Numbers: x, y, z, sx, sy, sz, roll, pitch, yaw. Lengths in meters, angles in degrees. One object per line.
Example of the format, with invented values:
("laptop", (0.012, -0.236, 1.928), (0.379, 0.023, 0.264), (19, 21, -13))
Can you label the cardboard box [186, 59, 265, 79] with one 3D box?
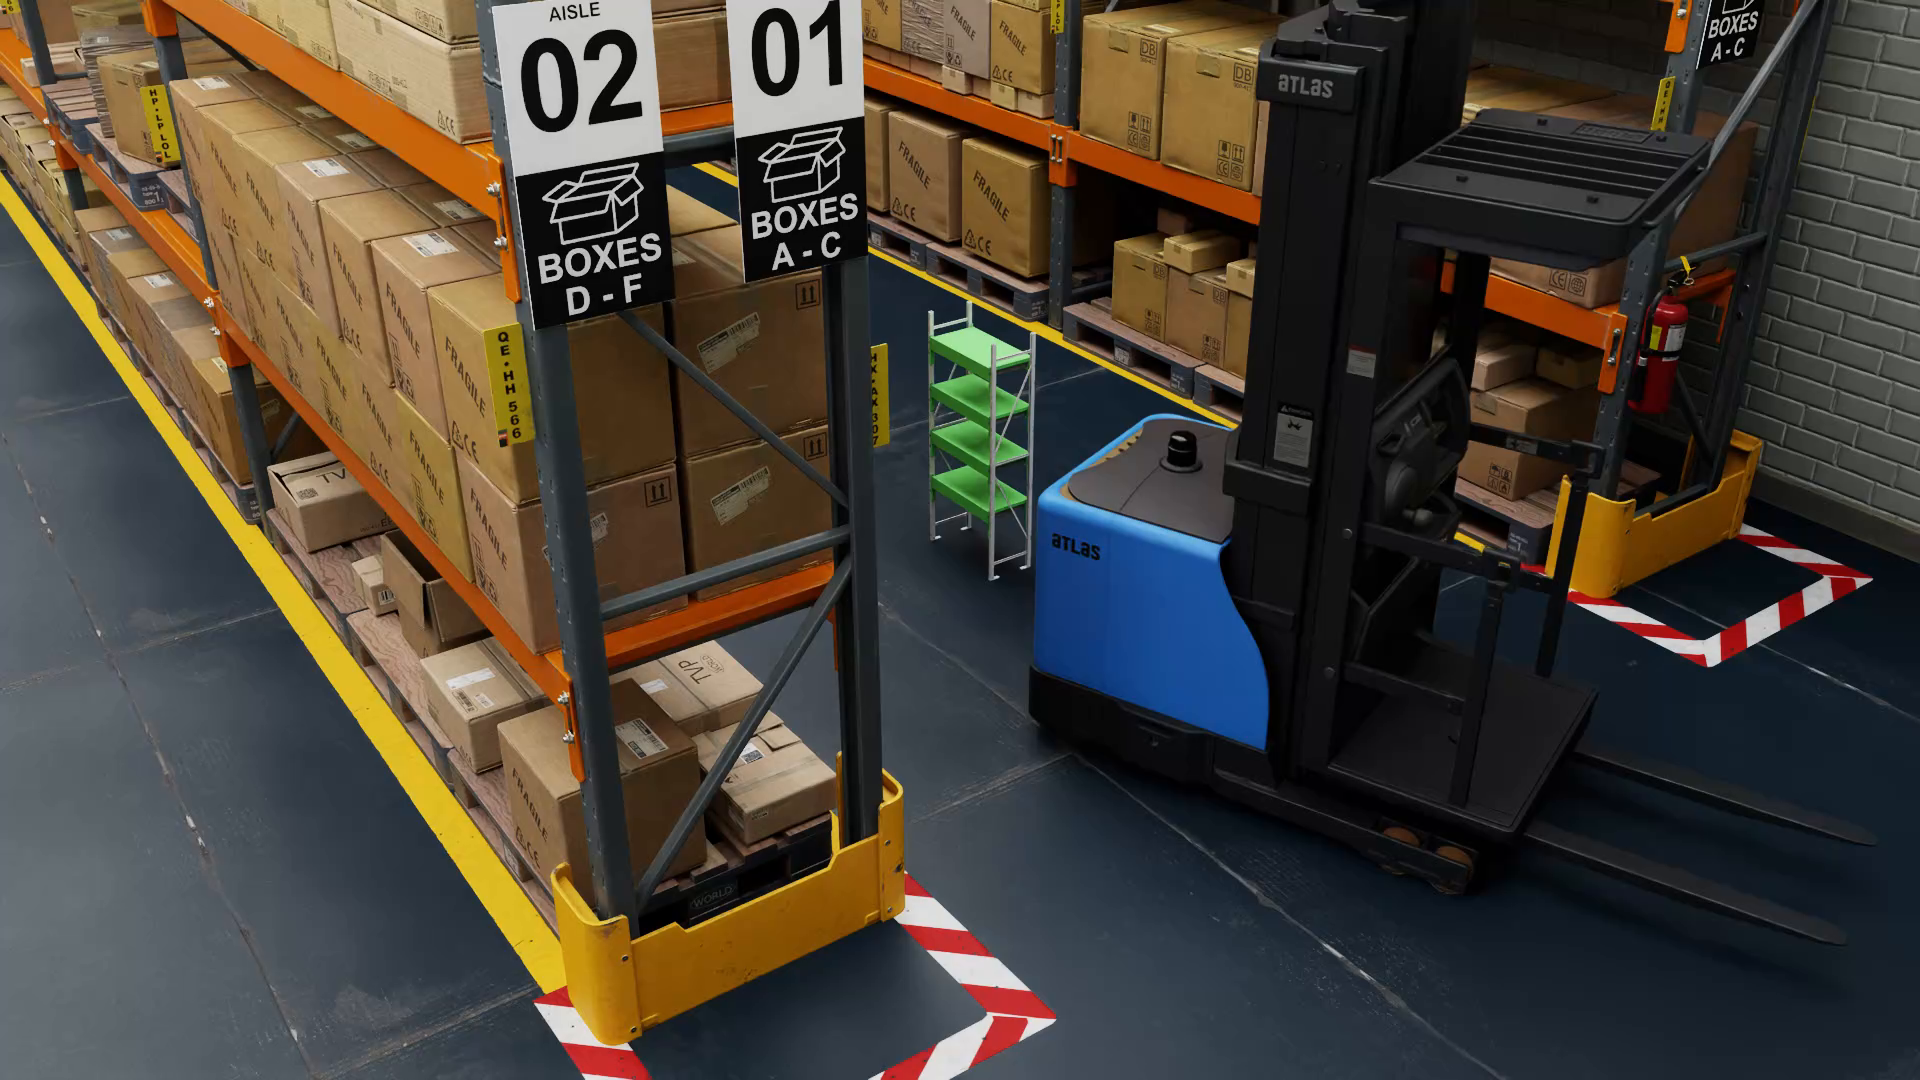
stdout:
("cardboard box", (-3.562, -2.175, 8.568), (0.700, 0.500, 0.500), (-13, 31, -23))

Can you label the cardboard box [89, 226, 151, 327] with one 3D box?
("cardboard box", (-5.000, -1.643, 10.290), (0.500, 0.500, 0.500), (-20, 34, -32))

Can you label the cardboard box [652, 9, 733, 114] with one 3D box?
("cardboard box", (-0.790, -1.418, 4.733), (0.500, 0.250, 0.500), (-19, 34, -31))

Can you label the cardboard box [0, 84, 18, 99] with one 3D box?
("cardboard box", (-7.623, -3.554, 13.505), (0.500, 0.311, 0.500), (-19, 34, -30))

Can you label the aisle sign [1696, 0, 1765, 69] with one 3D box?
("aisle sign", (3.131, -2.300, 6.618), (0.394, 0.787, 0.004), (-19, 34, -31))

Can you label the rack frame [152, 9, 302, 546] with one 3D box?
("rack frame", (-3.019, -1.451, 7.779), (1.000, 3.000, 0.127), (-19, 34, -31))

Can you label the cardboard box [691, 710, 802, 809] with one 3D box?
("cardboard box", (-0.807, 0.801, 6.140), (0.380, 0.166, 0.250), (-19, 34, -31))

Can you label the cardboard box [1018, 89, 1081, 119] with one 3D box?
("cardboard box", (0.587, -2.775, 10.459), (0.380, 0.149, 0.250), (-18, 34, -30))

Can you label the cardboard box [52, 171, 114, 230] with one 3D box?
("cardboard box", (-5.844, -2.364, 11.314), (0.500, 0.311, 0.500), (-18, 33, -29))

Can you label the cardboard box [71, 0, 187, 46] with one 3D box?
("cardboard box", (-4.882, -3.021, 10.125), (0.500, 0.500, 0.700), (19, 34, 30))

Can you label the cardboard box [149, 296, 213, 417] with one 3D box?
("cardboard box", (-4.109, -1.048, 9.195), (0.500, 0.500, 0.500), (-18, 33, -30))

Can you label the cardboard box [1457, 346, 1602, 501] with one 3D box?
("cardboard box", (2.847, -0.599, 8.390), (0.700, 0.500, 0.500), (-19, 34, -31))

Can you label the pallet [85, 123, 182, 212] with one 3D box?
("pallet", (-4.208, -2.167, 9.298), (1.003, 0.211, 1.213), (-19, 34, -31))

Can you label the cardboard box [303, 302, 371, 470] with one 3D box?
("cardboard box", (-2.061, -0.631, 6.164), (0.500, 0.500, 0.500), (-19, 34, -31))

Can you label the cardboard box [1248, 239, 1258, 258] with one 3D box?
("cardboard box", (1.902, -1.681, 9.701), (0.380, 0.149, 0.250), (-20, 34, -32))

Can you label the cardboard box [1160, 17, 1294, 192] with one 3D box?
("cardboard box", (1.734, -2.455, 9.313), (0.980, 0.700, 0.700), (-20, 34, -32))

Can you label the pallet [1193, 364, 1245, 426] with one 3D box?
("pallet", (2.103, -0.806, 9.514), (1.003, 0.211, 1.213), (-19, 34, -31))

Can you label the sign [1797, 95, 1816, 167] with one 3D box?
("sign", (3.790, -1.835, 7.496), (0.100, 0.325, 0.005), (-19, 34, -31))

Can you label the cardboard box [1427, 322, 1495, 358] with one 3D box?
("cardboard box", (2.475, -0.983, 8.416), (0.380, 0.149, 0.250), (-18, 33, -29))

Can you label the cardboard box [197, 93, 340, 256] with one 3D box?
("cardboard box", (-2.675, -1.473, 6.666), (0.500, 0.500, 0.500), (-20, 34, -32))

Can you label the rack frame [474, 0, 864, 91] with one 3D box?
("rack frame", (-0.699, -2.532, 3.484), (1.000, 3.000, 0.127), (-19, 34, -31))

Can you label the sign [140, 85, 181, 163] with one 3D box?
("sign", (-3.469, -1.805, 7.217), (0.100, 0.325, 0.005), (-19, 34, -31))

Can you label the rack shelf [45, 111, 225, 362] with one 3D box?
("rack shelf", (-4.179, -1.912, 9.382), (1.077, 0.370, 4.000), (-19, 34, -31))

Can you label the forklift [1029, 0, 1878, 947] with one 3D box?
("forklift", (1.789, -0.316, 5.761), (3.031, 2.935, 1.130), (18, 33, 29))

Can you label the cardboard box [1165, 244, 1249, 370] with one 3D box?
("cardboard box", (1.653, -1.395, 9.854), (0.700, 0.500, 0.500), (-19, 34, -31))

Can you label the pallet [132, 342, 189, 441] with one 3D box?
("pallet", (-4.234, -1.006, 9.881), (1.003, 0.211, 1.213), (-19, 34, -31))

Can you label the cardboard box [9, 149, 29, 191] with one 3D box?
("cardboard box", (-7.029, -2.912, 12.910), (0.500, 0.250, 0.500), (-20, 34, -32))

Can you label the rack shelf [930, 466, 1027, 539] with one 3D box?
("rack shelf", (0.096, -0.196, 7.990), (0.258, 0.148, 0.480), (-19, 34, -31))

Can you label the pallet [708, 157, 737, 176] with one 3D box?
("pallet", (-1.758, -3.458, 14.395), (1.003, 0.211, 1.213), (-19, 34, -31))

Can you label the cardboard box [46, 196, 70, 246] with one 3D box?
("cardboard box", (-6.145, -2.319, 11.817), (0.500, 0.250, 0.500), (-19, 34, -31))

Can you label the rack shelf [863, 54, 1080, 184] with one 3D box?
("rack shelf", (-0.146, -3.285, 11.910), (1.077, 0.370, 4.000), (-19, 34, -31))

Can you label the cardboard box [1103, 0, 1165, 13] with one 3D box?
("cardboard box", (0.952, -3.256, 10.665), (0.500, 0.500, 0.500), (-20, 34, -32))

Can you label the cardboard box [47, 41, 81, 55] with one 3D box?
("cardboard box", (-6.125, -3.376, 11.586), (0.380, 0.149, 0.250), (-16, 32, -27))

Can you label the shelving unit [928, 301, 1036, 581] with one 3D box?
("shelving unit", (0.096, -0.463, 7.845), (0.258, 1.200, 0.503), (-19, 34, -31))

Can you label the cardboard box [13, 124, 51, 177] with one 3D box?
("cardboard box", (-6.730, -2.957, 12.405), (0.500, 0.311, 0.500), (-18, 33, -29))

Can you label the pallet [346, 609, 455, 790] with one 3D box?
("pallet", (-1.910, 0.516, 7.078), (1.003, 0.211, 1.213), (-19, 34, -31))

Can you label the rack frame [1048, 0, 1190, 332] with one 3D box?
("rack frame", (1.014, -2.824, 10.306), (1.000, 3.000, 0.127), (-19, 34, -31))

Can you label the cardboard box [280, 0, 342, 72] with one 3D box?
("cardboard box", (-1.793, -1.663, 5.183), (0.500, 0.250, 0.500), (-19, 34, -31))

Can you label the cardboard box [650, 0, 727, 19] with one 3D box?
("cardboard box", (-0.785, -1.640, 4.616), (0.500, 0.250, 0.500), (-19, 34, -31))

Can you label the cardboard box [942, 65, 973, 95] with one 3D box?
("cardboard box", (0.107, -3.066, 10.995), (0.380, 0.149, 0.250), (-19, 34, -31))

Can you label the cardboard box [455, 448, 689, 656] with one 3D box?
("cardboard box", (-1.180, -0.039, 5.073), (0.500, 0.500, 0.500), (-18, 33, -29))

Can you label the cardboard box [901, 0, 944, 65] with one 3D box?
("cardboard box", (-0.048, -3.510, 11.133), (0.500, 0.500, 0.500), (-19, 34, -31))

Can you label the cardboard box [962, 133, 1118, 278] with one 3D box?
("cardboard box", (0.531, -2.280, 11.118), (0.750, 0.750, 0.750), (-18, 33, -30))

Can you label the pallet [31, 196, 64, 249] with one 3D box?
("pallet", (-6.489, -2.585, 12.789), (1.003, 0.211, 1.213), (-19, 34, -31))

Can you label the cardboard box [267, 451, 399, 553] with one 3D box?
("cardboard box", (-2.952, -0.240, 7.905), (0.500, 0.311, 0.500), (-19, 34, -31))

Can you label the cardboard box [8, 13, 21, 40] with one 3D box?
("cardboard box", (-6.922, -4.097, 12.546), (0.500, 0.500, 0.500), (-16, 32, -27))

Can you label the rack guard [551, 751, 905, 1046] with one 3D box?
("rack guard", (-0.743, 1.173, 5.566), (1.175, 0.500, 0.348), (-19, 34, -31))

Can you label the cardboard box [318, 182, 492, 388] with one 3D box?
("cardboard box", (-1.779, -0.873, 5.561), (0.500, 0.500, 0.500), (-18, 33, -29))

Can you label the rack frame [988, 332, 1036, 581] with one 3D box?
("rack frame", (0.238, -0.368, 7.670), (0.240, 1.200, 0.015), (-19, 34, -31))

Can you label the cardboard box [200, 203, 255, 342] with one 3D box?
("cardboard box", (-2.945, -1.221, 7.251), (0.500, 0.500, 0.500), (-18, 33, -29))

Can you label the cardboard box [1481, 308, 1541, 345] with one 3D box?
("cardboard box", (2.787, -1.088, 8.609), (0.380, 0.149, 0.250), (-19, 34, -31))

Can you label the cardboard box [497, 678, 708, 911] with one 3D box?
("cardboard box", (-1.215, 0.866, 5.671), (0.500, 0.500, 0.500), (-19, 34, -31))

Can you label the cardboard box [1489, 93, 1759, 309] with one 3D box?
("cardboard box", (3.030, -1.596, 7.731), (0.980, 0.700, 0.700), (-17, 33, -28))

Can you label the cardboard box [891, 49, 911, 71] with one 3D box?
("cardboard box", (-0.259, -3.388, 11.587), (0.380, 0.149, 0.250), (-18, 33, -29))
